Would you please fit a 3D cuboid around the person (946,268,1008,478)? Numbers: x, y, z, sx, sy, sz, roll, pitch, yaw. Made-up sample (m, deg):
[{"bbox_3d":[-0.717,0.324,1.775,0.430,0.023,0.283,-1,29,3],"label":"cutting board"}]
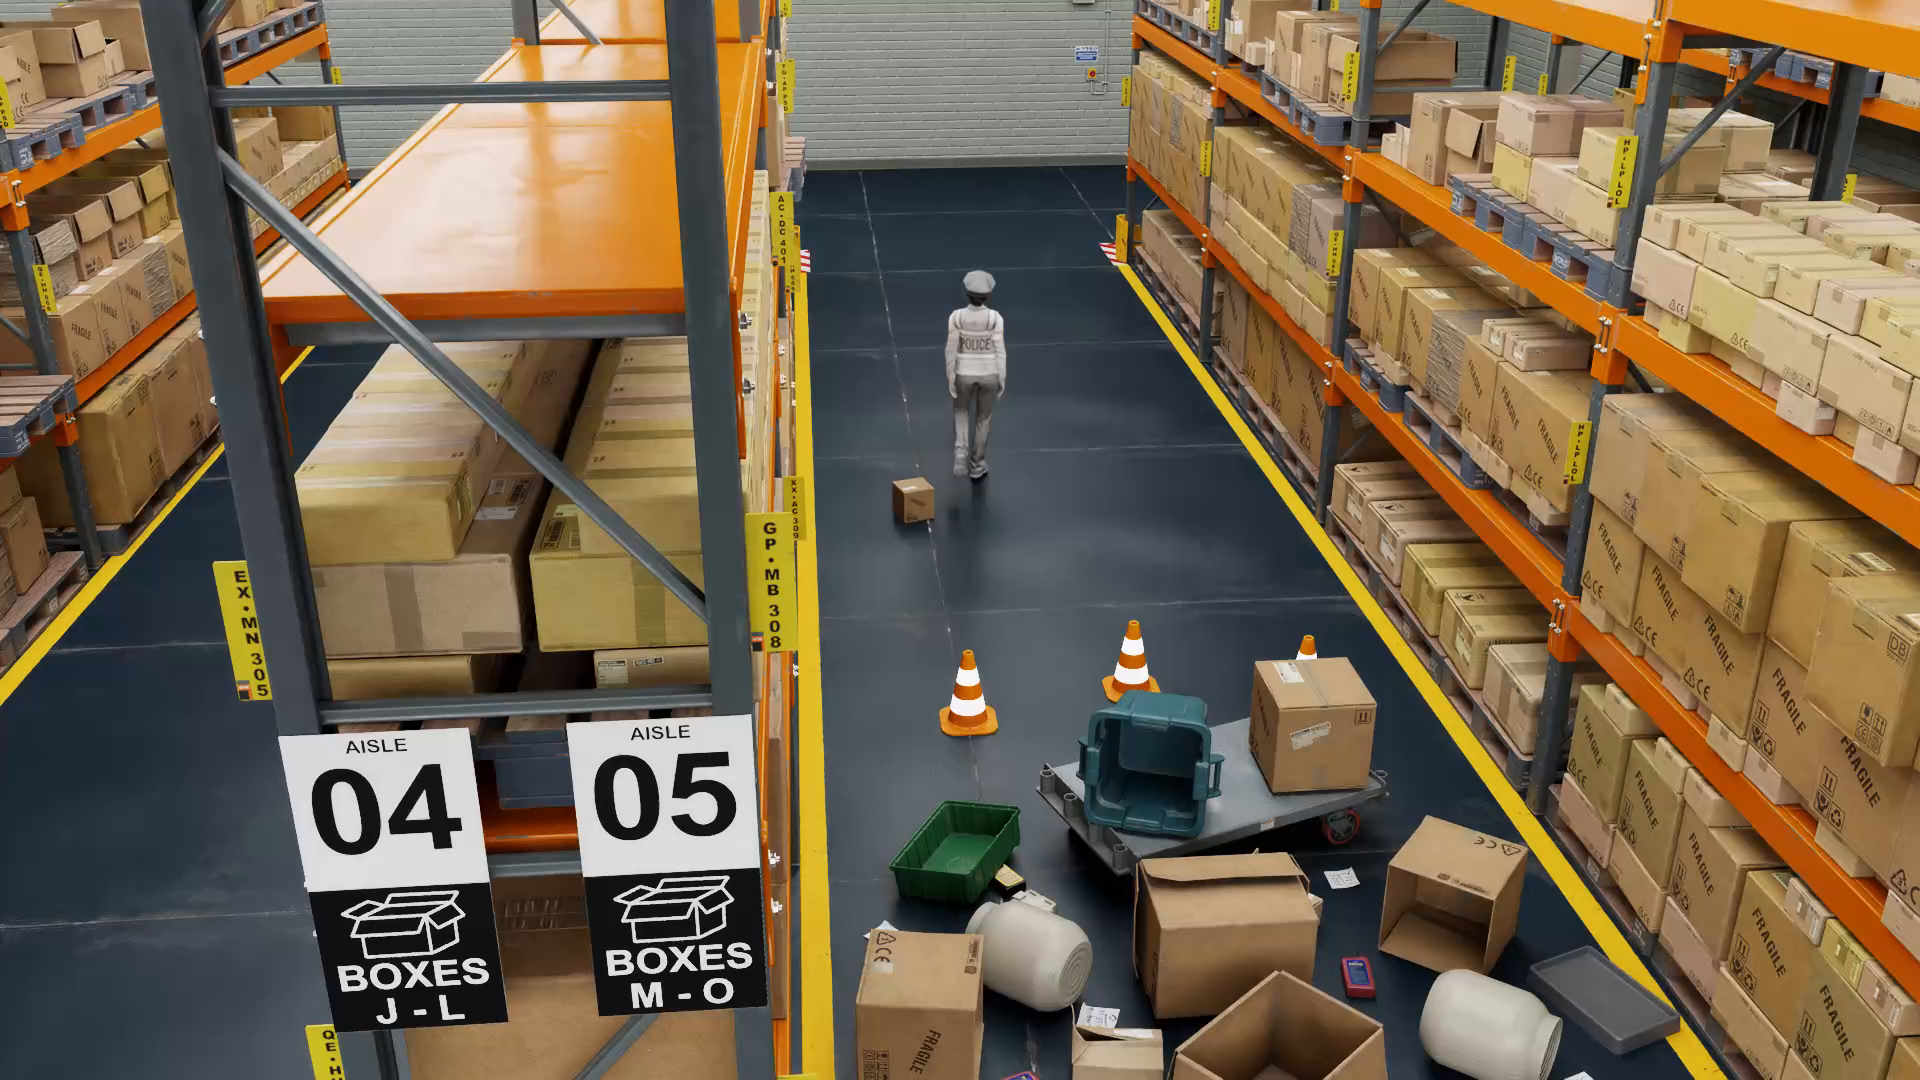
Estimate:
[{"bbox_3d":[0.142,-1.325,13.226,0.476,1.706,0.408,4,24,8],"label":"person"}]
